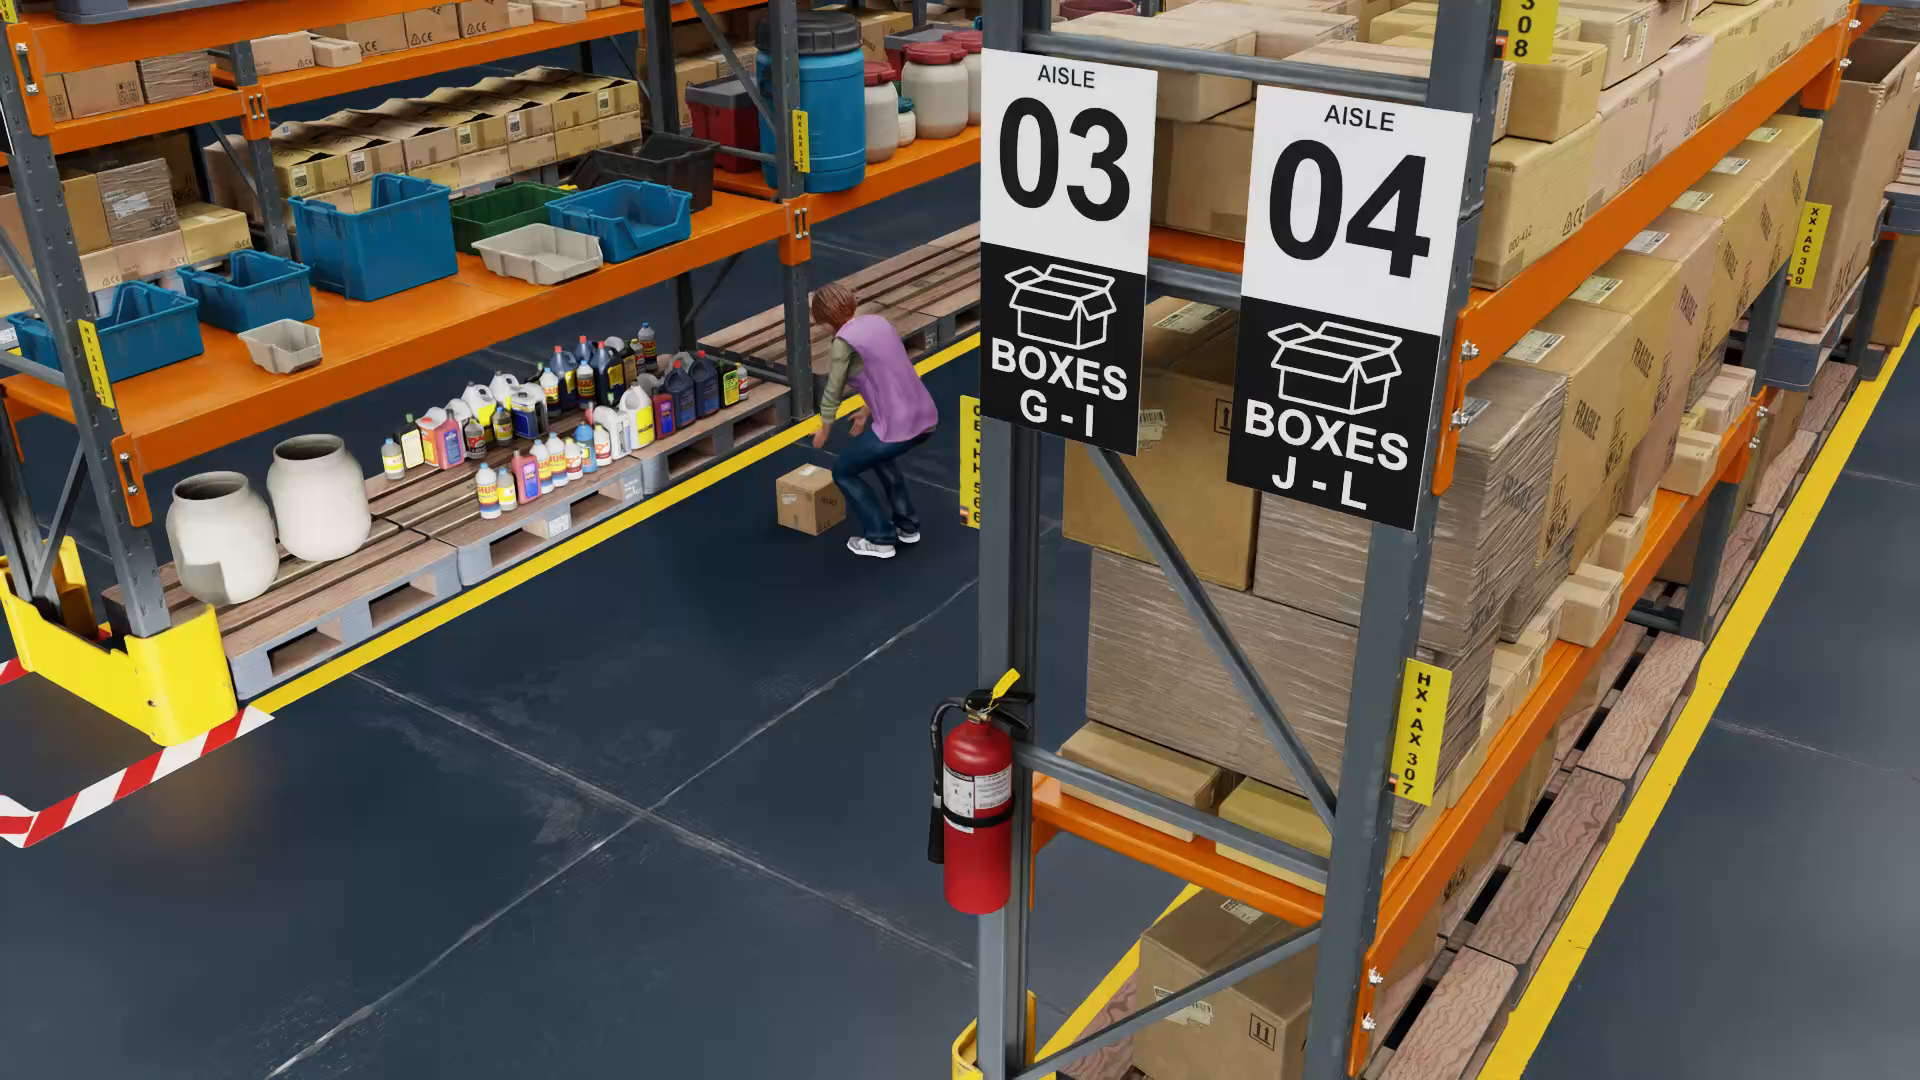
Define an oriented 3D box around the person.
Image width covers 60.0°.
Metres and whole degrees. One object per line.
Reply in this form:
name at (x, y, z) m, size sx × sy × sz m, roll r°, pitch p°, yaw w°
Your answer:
person at (-0.433, -0.559, 8.015) m, size 0.626 × 1.325 × 0.462 m, roll 18°, pitch 32°, yaw 30°
